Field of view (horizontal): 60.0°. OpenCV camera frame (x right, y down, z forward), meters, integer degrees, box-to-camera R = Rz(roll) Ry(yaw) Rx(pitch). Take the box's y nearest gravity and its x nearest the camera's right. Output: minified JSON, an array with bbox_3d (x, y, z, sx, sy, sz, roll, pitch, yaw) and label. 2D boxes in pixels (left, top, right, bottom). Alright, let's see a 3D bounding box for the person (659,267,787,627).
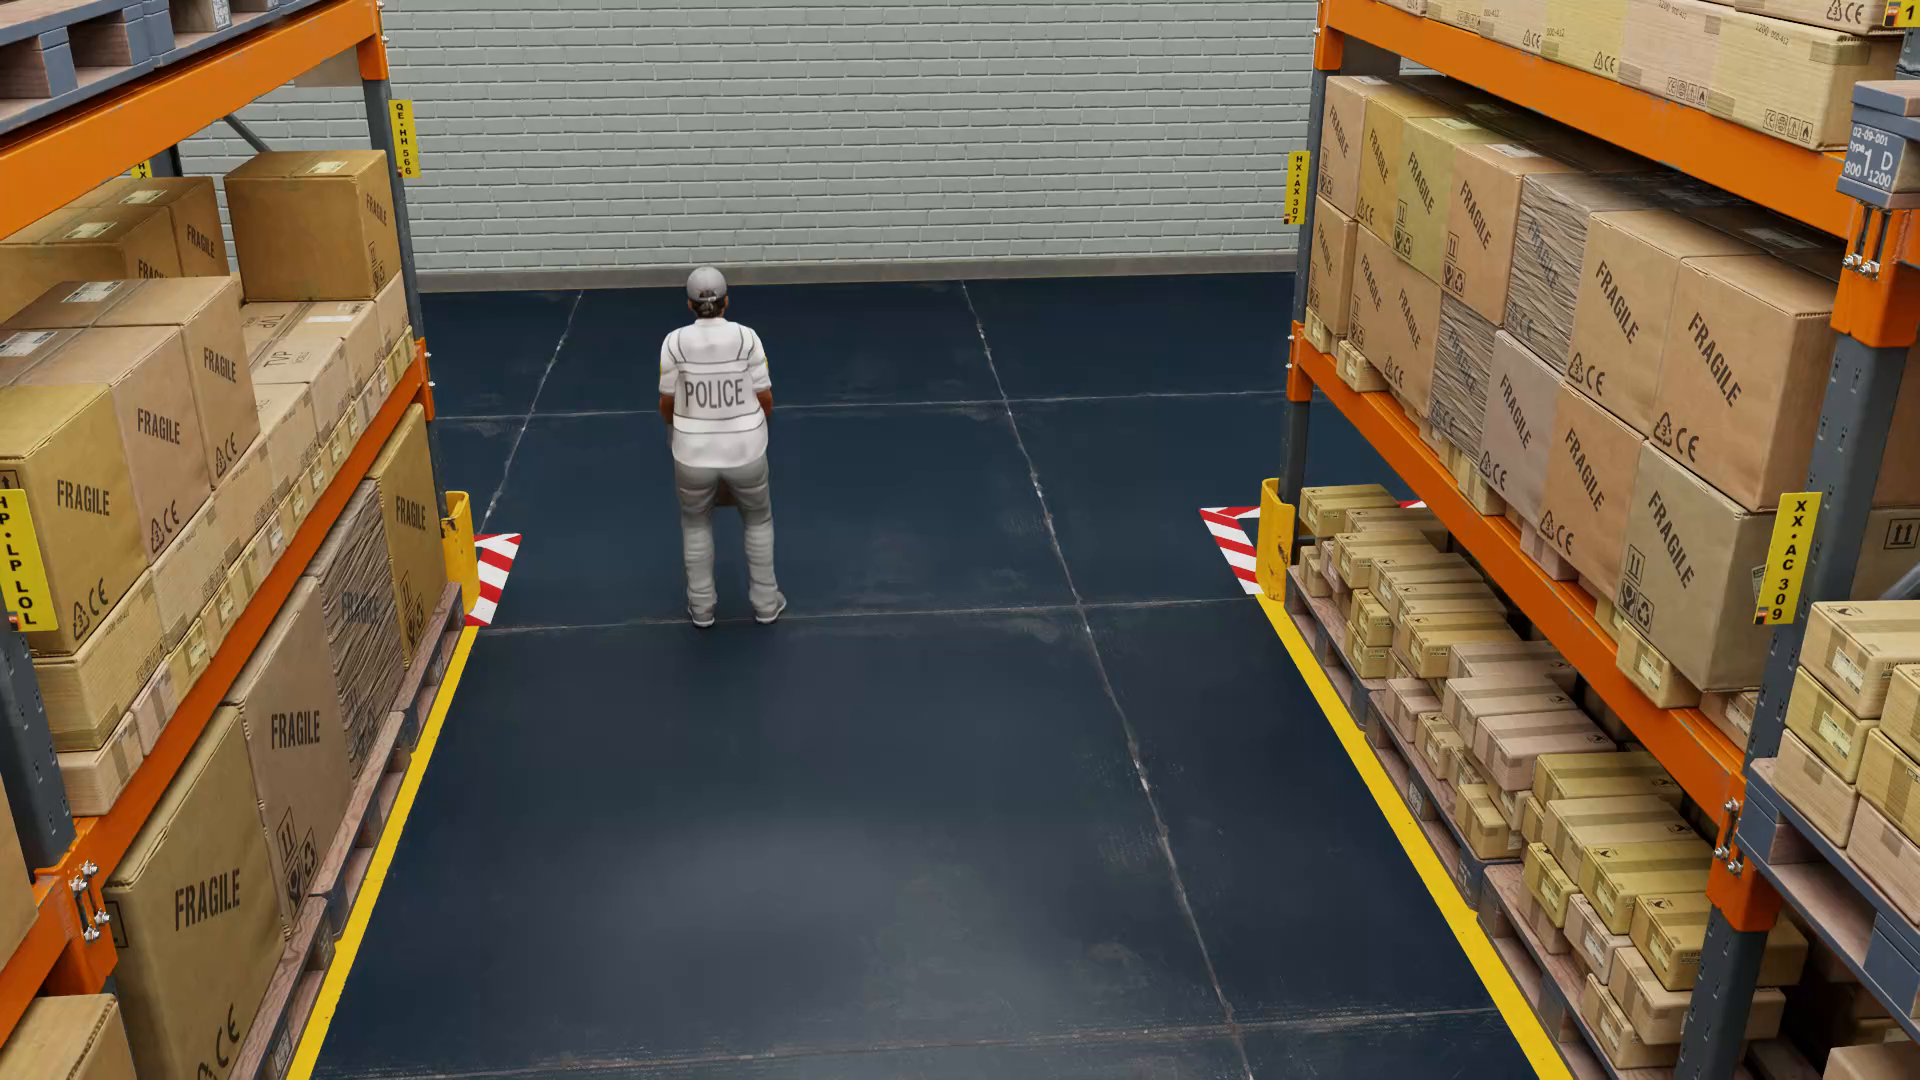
[{"bbox_3d":[-1.074,-0.398,7.486,0.519,1.671,0.424,-3,24,-6],"label":"person"}]
